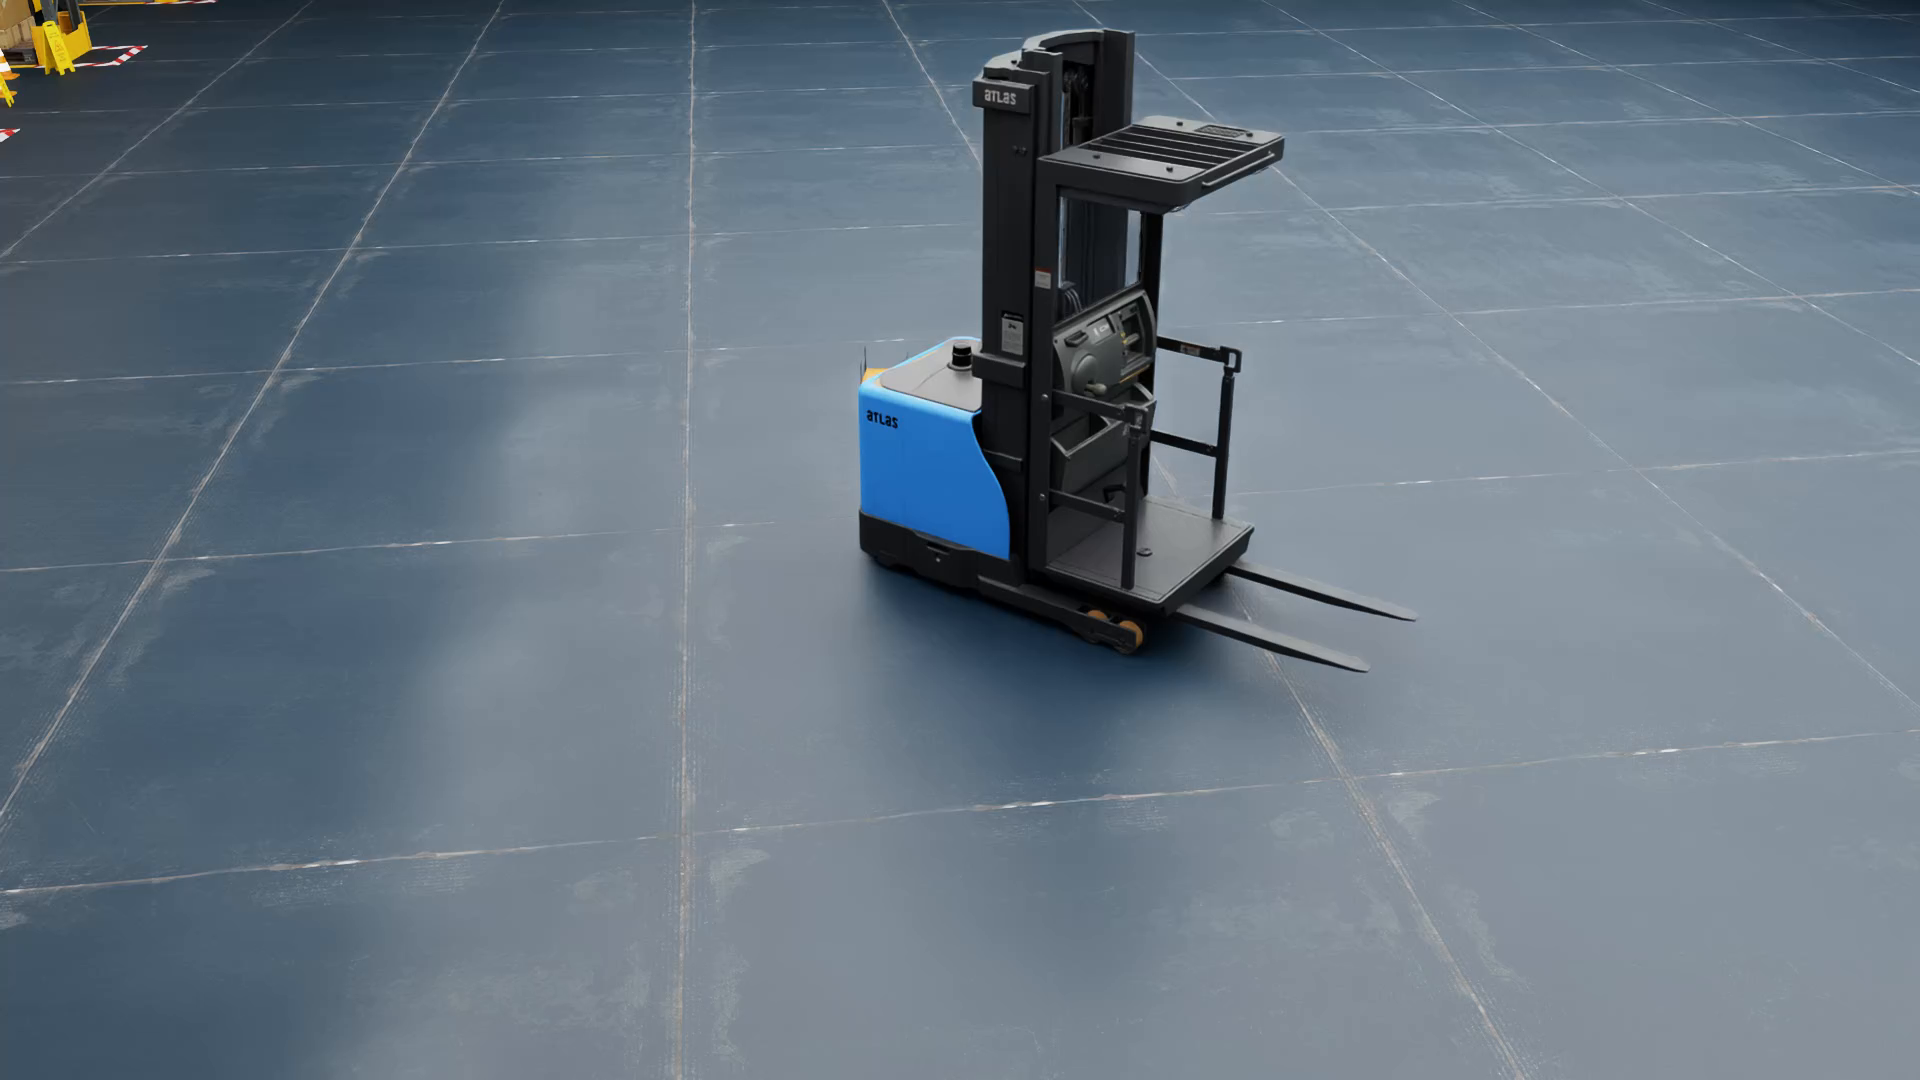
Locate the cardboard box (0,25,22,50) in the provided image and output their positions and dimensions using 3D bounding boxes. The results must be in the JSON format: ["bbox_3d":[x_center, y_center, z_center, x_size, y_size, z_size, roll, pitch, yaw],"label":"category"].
[{"bbox_3d":[-12.785,-6.653,21.982,0.500,0.250,0.500,-4,27,-7],"label":"cardboard box"}]

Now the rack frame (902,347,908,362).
[{"bbox_3d":[-0.316,-0.605,9.779,0.008,1.050,0.200,2,27,5],"label":"rack frame"}]

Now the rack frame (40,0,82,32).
[{"bbox_3d":[-11.998,-7.864,21.791,0.127,3.000,1.000,-4,27,-7],"label":"rack frame"}]

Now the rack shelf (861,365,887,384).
[{"bbox_3d":[-0.438,-0.853,9.664,0.240,0.259,0.215,2,27,5],"label":"rack shelf"}]

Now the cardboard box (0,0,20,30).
[{"bbox_3d":[-12.755,-6.992,21.822,0.500,0.500,0.500,-4,27,-7],"label":"cardboard box"}]

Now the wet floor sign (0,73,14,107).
[{"bbox_3d":[-11.456,-5.482,19.728,0.232,0.644,0.267,-8,28,-16],"label":"wet floor sign"}]

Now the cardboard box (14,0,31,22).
[{"bbox_3d":[-12.859,-7.233,22.292,0.500,0.500,0.500,-5,28,-9],"label":"cardboard box"}]

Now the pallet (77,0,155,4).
[{"bbox_3d":[-13.445,-8.800,26.668,1.213,0.211,1.003,-4,27,-7],"label":"pallet"}]

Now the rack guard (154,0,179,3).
[{"bbox_3d":[-12.670,-8.997,26.737,0.348,0.500,1.175,-4,27,-7],"label":"rack guard"}]

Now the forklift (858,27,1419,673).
[{"bbox_3d":[0.922,-0.993,8.474,3.031,2.935,1.130,18,32,31],"label":"forklift"}]

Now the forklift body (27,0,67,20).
[{"bbox_3d":[-14.317,-8.785,24.515,1.214,2.155,2.313,-4,27,-7],"label":"forklift body"}]

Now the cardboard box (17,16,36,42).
[{"bbox_3d":[-12.836,-6.901,22.466,0.500,0.250,0.500,-4,27,-8],"label":"cardboard box"}]

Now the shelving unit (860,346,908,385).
[{"bbox_3d":[-0.438,-0.610,9.789,0.252,1.050,0.215,2,27,5],"label":"shelving unit"}]

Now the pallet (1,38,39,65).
[{"bbox_3d":[-12.883,-6.583,22.348,1.213,0.211,1.003,-4,27,-7],"label":"pallet"}]

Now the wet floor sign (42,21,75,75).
[{"bbox_3d":[-11.661,-6.345,21.409,0.232,0.644,0.267,6,28,11],"label":"wet floor sign"}]

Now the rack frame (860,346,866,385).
[{"bbox_3d":[-0.559,-0.615,9.798,0.008,1.050,0.200,2,27,5],"label":"rack frame"}]

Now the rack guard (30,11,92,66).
[{"bbox_3d":[-12.073,-6.747,22.352,0.348,0.500,1.175,-4,27,-7],"label":"rack guard"}]

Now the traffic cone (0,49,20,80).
[{"bbox_3d":[-12.244,-6.125,21.180,0.334,0.463,0.336,-4,27,-7],"label":"traffic cone"}]

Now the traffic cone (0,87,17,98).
[{"bbox_3d":[-11.753,-5.645,20.244,0.334,0.463,0.336,-4,27,-7],"label":"traffic cone"}]
